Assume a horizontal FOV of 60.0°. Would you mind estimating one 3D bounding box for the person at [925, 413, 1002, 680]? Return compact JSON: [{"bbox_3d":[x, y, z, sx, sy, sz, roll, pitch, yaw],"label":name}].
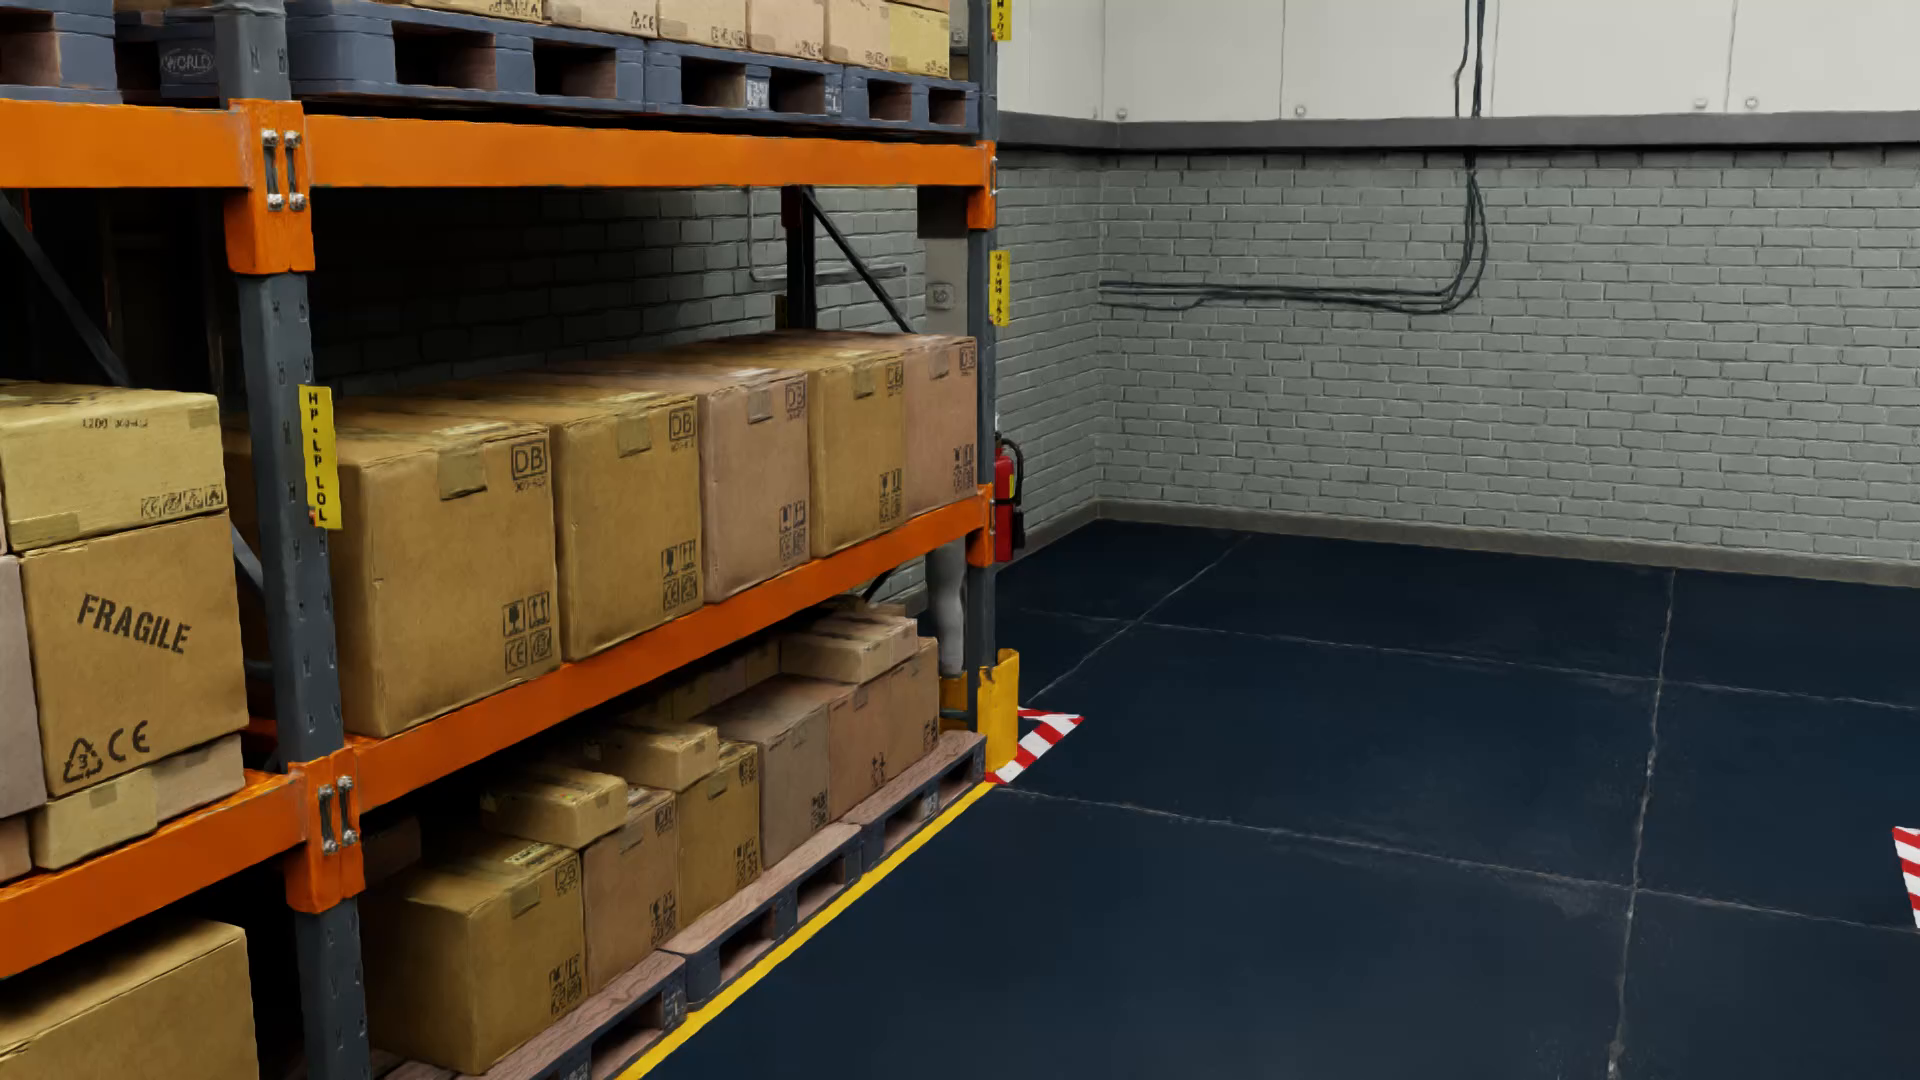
[{"bbox_3d":[-0.022,-0.082,8.819,0.443,1.807,0.588,10,16,40],"label":"person"}]
